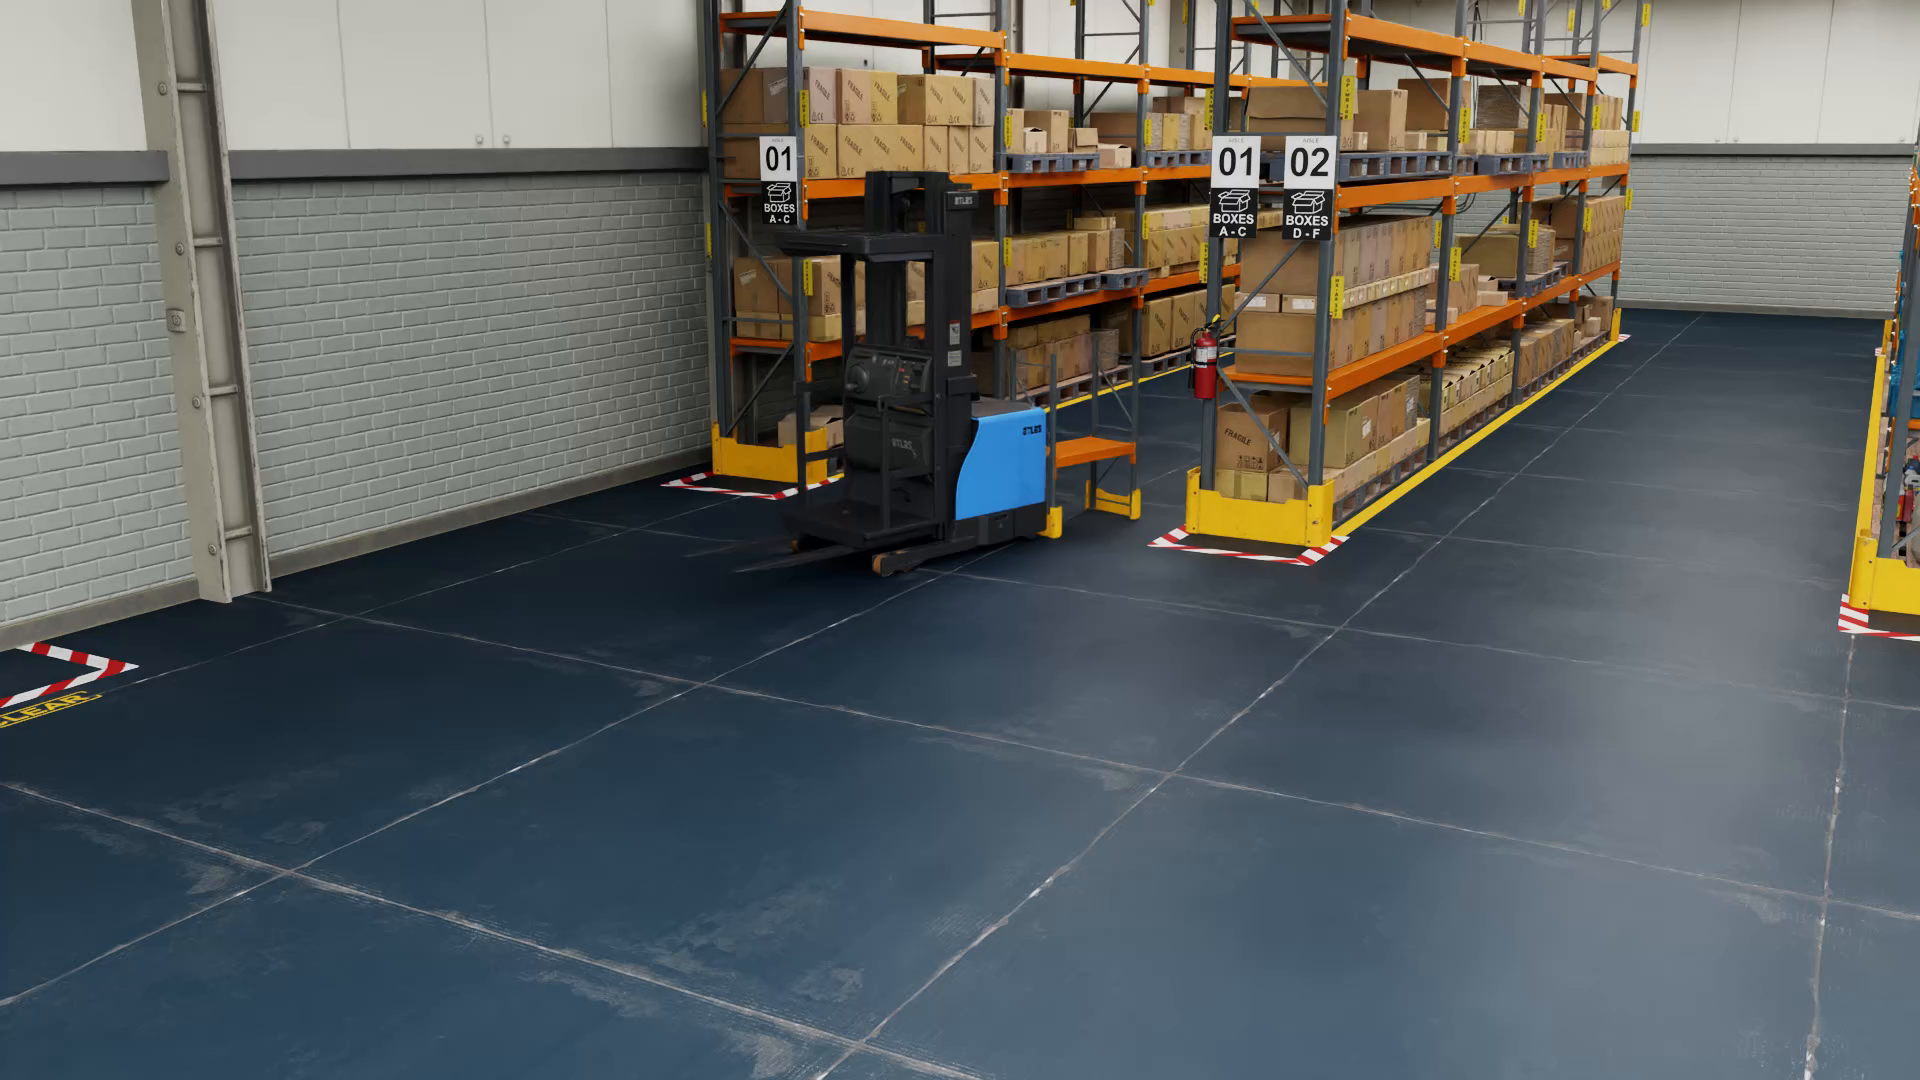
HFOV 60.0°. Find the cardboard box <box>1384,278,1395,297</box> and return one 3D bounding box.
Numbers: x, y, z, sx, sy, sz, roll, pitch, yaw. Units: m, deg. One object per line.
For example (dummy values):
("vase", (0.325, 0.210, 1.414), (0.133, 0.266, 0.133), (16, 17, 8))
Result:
("cardboard box", (3.707, -2.289, 15.031), (0.380, 0.149, 0.250), (8, 16, 30))

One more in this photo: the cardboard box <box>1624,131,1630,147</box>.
("cardboard box", (10.167, -6.276, 26.021), (0.500, 0.250, 0.500), (7, 15, 28))

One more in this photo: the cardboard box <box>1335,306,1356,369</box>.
("cardboard box", (2.944, -1.751, 14.183), (0.700, 0.500, 0.500), (8, 16, 29))

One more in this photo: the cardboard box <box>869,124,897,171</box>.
("cardboard box", (-0.962, -3.830, 16.365), (0.500, 0.500, 0.500), (8, 16, 31))

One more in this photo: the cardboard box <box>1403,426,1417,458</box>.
("cardboard box", (4.108, -0.967, 16.113), (0.500, 0.250, 0.500), (7, 15, 28))

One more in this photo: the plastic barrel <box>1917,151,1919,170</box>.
("plastic barrel", (9.756, -3.968, 16.276), (0.600, 0.830, 0.708), (7, 15, 28))

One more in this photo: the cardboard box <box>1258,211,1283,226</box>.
("cardboard box", (4.898, -5.077, 27.553), (0.980, 0.700, 0.700), (7, 15, 25))

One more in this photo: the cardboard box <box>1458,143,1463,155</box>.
("cardboard box", (4.961, -4.148, 17.364), (0.500, 0.250, 0.500), (6, 15, 23))

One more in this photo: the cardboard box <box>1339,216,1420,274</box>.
("cardboard box", (3.939, -2.804, 15.784), (0.700, 0.500, 0.500), (7, 15, 28))

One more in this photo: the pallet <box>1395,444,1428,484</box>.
("pallet", (3.970, -0.807, 16.428), (1.003, 0.211, 1.213), (7, 15, 28))

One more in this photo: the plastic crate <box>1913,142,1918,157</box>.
("plastic crate", (13.548, -5.366, 23.124), (0.504, 0.338, 0.767), (7, 15, 28))

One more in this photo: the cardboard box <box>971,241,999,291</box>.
("cardboard box", (0.095, -3.050, 18.463), (0.500, 0.500, 0.500), (7, 15, 28))

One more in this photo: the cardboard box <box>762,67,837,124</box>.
("cardboard box", (-1.482, -4.114, 15.410), (0.500, 0.500, 0.500), (6, 15, 24))

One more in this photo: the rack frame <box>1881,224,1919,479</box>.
("rack frame", (8.726, -1.758, 14.428), (1.000, 3.000, 0.127), (7, 15, 28))

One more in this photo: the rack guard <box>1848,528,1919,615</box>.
("rack guard", (6.788, 0.256, 11.403), (1.175, 0.500, 0.348), (7, 15, 28))

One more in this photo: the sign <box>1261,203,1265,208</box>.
("sign", (5.371, -5.866, 29.451), (0.100, 0.325, 0.005), (7, 15, 28))

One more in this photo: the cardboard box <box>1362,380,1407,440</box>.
("cardboard box", (3.868, -1.228, 15.599), (0.500, 0.500, 0.500), (7, 15, 28))

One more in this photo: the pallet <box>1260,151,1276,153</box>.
("pallet", (4.325, -6.104, 26.242), (1.003, 0.211, 1.213), (7, 15, 28))

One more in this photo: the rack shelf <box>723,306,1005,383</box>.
("rack shelf", (-0.914, -2.121, 17.466), (1.077, 0.370, 4.000), (7, 15, 28))

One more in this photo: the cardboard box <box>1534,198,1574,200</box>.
("cardboard box", (9.010, -4.941, 25.283), (0.500, 0.500, 0.500), (7, 15, 28))

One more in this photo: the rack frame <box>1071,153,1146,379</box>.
("rack frame", (1.987, -3.702, 22.487), (1.000, 3.000, 0.127), (7, 15, 28))

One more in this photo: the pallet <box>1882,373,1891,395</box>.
("pallet", (12.184, -1.891, 20.925), (1.003, 0.211, 1.213), (7, 15, 28))

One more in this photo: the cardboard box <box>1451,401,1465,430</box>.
("cardboard box", (5.052, -1.347, 17.693), (0.500, 0.250, 0.500), (8, 16, 29))

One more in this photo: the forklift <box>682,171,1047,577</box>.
("forklift", (-0.705, -1.288, 12.623), (3.031, 2.935, 1.130), (-13, 18, -42))

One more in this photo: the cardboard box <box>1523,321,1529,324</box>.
("cardboard box", (7.563, -2.778, 23.052), (0.500, 0.500, 0.500), (8, 16, 29))

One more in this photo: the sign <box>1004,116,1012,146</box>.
("sign", (0.532, -4.531, 18.423), (0.100, 0.325, 0.005), (7, 15, 28))

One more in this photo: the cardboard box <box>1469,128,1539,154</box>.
("cardboard box", (6.506, -4.741, 20.186), (0.910, 0.500, 0.500), (7, 15, 28))

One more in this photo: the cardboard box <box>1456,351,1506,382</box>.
("cardboard box", (6.042, -2.038, 19.363), (0.500, 0.311, 0.500), (7, 15, 27))

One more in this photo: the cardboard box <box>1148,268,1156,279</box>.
("cardboard box", (2.478, -3.681, 22.896), (0.380, 0.149, 0.250), (8, 16, 29))

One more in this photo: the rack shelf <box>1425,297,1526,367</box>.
("rack shelf", (5.358, -2.381, 18.545), (1.077, 0.370, 4.000), (7, 15, 28))

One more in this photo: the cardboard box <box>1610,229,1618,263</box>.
("cardboard box", (9.966, -4.601, 26.007), (0.500, 0.500, 0.500), (8, 15, 29))

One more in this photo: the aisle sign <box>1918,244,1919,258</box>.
("aisle sign", (6.497, -2.221, 10.797), (0.394, 0.787, 0.004), (7, 15, 28))

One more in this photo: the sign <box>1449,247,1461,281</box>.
("sign", (4.878, -2.717, 16.388), (0.100, 0.325, 0.005), (7, 15, 28))

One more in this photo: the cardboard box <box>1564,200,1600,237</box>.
("cardboard box", (8.982, -4.667, 24.146), (0.500, 0.500, 0.500), (7, 15, 26))

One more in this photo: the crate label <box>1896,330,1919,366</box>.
("crate label", (7.445, -1.363, 12.713), (0.502, 0.435, 0.616), (7, 15, 28))

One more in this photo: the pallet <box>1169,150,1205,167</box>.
("pallet", (2.790, -5.436, 23.684), (1.003, 0.211, 1.213), (8, 16, 31))

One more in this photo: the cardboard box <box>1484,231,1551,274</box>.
("cardboard box", (7.140, -3.702, 21.379), (0.700, 0.500, 0.500), (11, 17, 38))

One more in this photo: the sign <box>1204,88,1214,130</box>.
("sign", (1.989, -3.414, 13.175), (0.100, 0.325, 0.005), (7, 15, 28))

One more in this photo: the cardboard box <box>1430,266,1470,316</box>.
("cardboard box", (5.274, -2.736, 18.267), (0.500, 0.500, 0.500), (7, 15, 28))

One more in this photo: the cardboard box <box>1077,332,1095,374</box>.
("cardboard box", (1.334, -2.454, 21.708), (0.700, 0.500, 0.500), (7, 15, 28))

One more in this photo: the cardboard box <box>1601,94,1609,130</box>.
("cardboard box", (9.063, -6.249, 24.305), (0.700, 0.500, 0.500), (7, 15, 28))

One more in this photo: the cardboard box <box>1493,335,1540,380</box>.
("cardboard box", (7.043, -2.309, 21.105), (0.500, 0.500, 0.500), (7, 15, 26))

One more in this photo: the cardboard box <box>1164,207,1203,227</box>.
("cardboard box", (3.171, -4.652, 23.938), (0.500, 0.250, 0.500), (7, 15, 27))

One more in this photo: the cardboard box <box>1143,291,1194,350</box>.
("cardboard box", (2.886, -3.176, 23.997), (0.750, 0.750, 0.750), (7, 15, 28))

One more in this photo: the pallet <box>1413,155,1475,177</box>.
("pallet", (4.806, -3.868, 17.186), (0.805, 0.209, 1.217), (7, 15, 26))

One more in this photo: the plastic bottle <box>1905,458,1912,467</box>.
("plastic bottle", (8.149, -0.555, 14.292), (0.061, 0.283, 0.133), (7, 15, 28))

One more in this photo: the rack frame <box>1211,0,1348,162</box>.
("rack frame", (2.458, -4.416, 12.651), (1.000, 3.000, 0.127), (7, 15, 28))

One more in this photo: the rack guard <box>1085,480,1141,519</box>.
("rack guard", (1.328, -0.355, 14.472), (0.087, 0.250, 0.587), (-13, 18, -42))

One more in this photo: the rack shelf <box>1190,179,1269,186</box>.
("rack shelf", (4.887, -6.041, 27.326), (1.077, 0.370, 4.000), (7, 15, 28))

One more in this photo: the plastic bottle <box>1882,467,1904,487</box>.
("plastic bottle", (7.972, -0.566, 14.194), (0.144, 0.351, 0.185), (8, 16, 30))

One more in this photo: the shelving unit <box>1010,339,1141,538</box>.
("shelving unit", (0.967, -0.882, 13.991), (1.083, 1.500, 0.587), (-13, 18, -42))

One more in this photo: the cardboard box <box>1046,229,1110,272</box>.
("cardboard box", (1.522, -3.749, 21.531), (0.700, 0.500, 0.500), (6, 15, 23))

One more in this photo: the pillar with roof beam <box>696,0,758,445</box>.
("pillar with roof beam", (1.469, -4.731, 13.955), (9.100, 9.000, 0.400), (7, 15, 28))
